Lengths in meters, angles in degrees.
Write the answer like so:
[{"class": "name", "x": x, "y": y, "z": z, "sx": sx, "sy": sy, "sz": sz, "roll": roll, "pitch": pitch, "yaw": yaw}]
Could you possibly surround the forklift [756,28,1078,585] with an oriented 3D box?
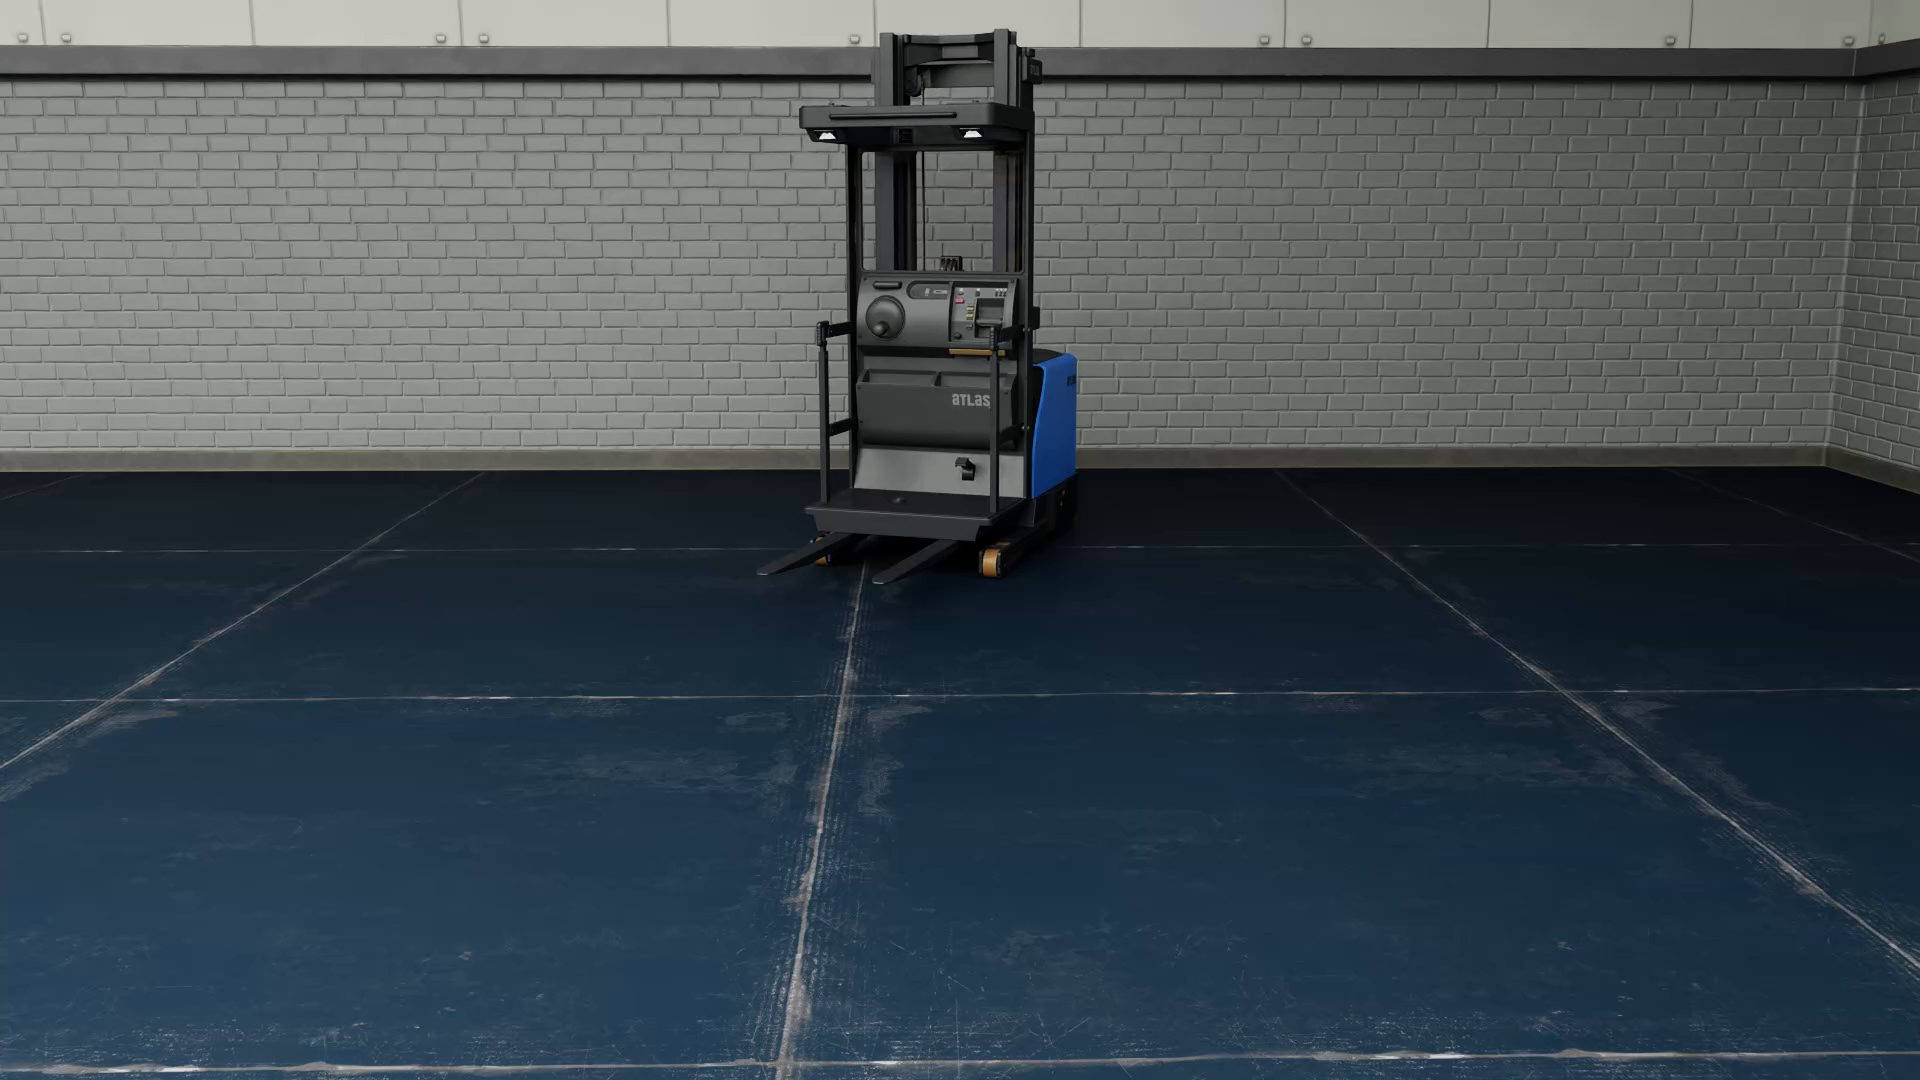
[{"class": "forklift", "x": -0.200, "y": -1.318, "z": 9.182, "sx": 1.130, "sy": 2.935, "sz": 3.031, "roll": 4, "pitch": 12, "yaw": 18}]
